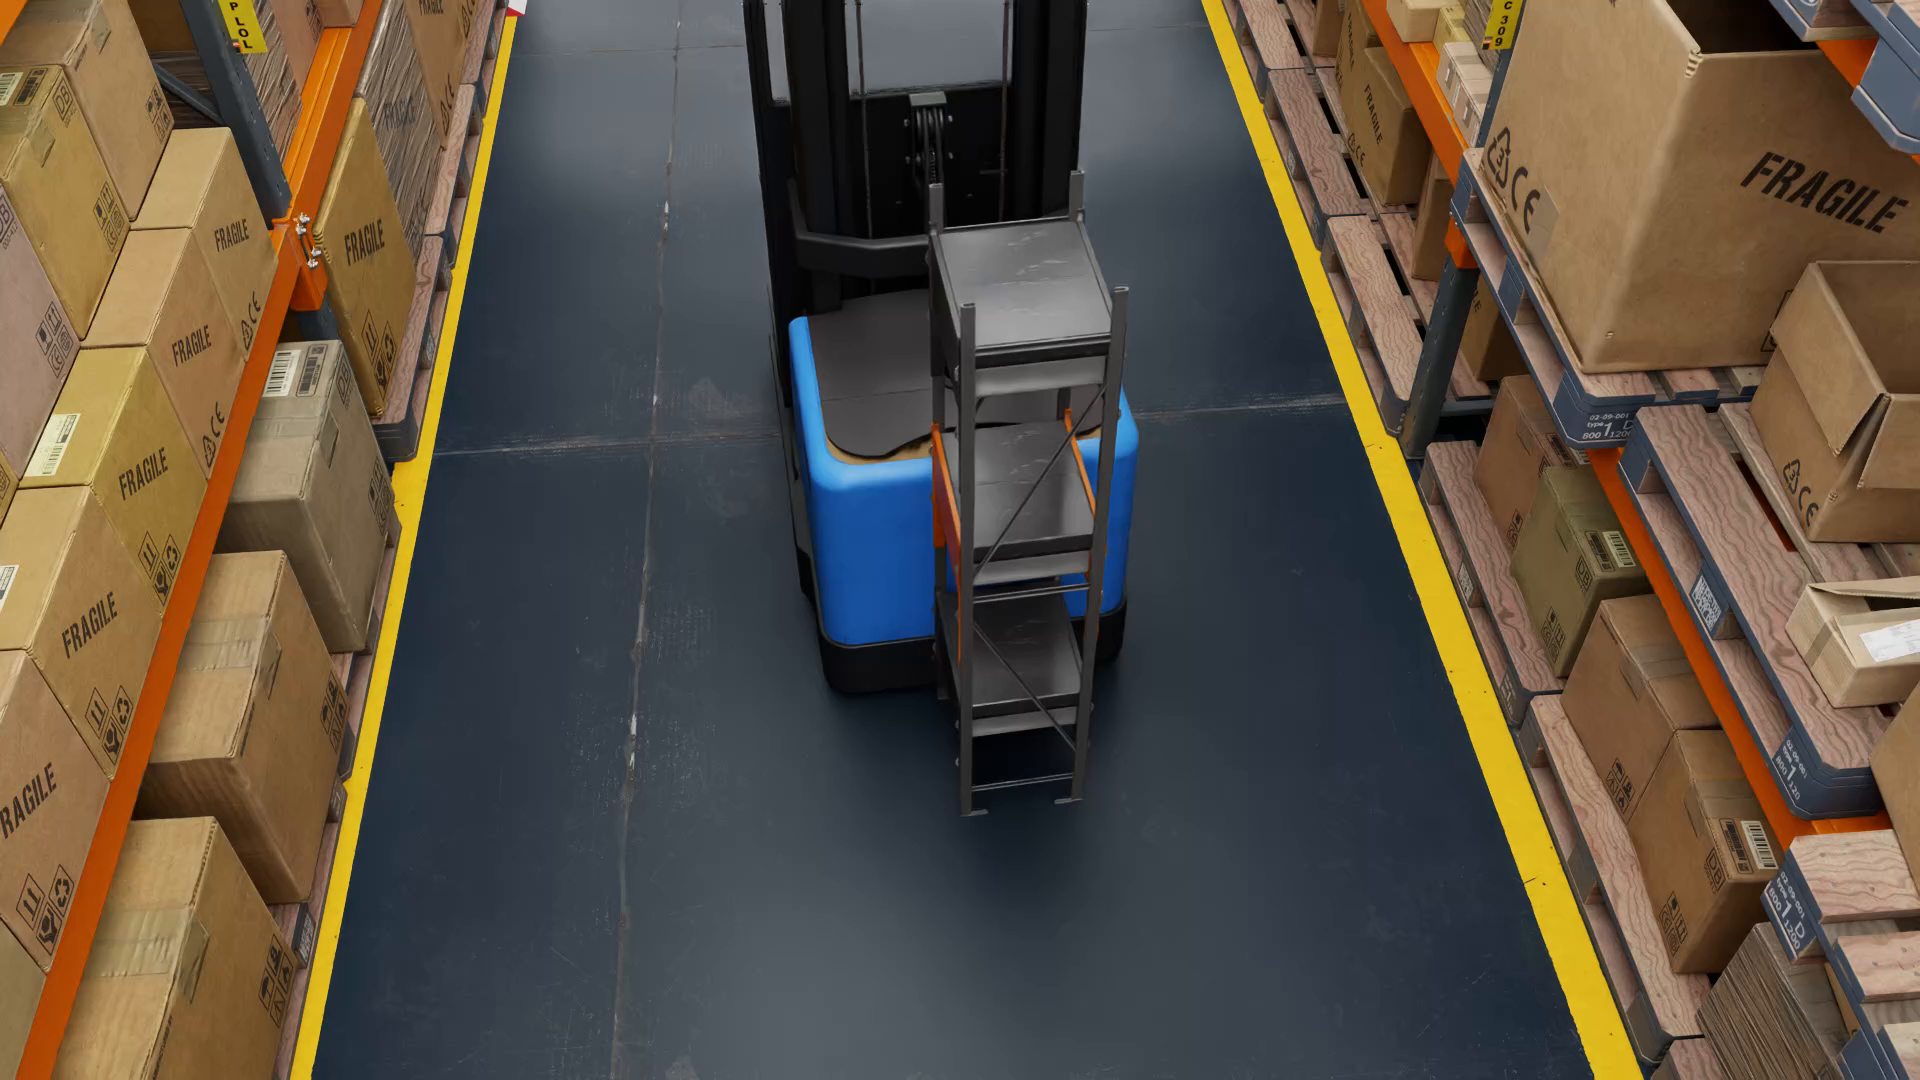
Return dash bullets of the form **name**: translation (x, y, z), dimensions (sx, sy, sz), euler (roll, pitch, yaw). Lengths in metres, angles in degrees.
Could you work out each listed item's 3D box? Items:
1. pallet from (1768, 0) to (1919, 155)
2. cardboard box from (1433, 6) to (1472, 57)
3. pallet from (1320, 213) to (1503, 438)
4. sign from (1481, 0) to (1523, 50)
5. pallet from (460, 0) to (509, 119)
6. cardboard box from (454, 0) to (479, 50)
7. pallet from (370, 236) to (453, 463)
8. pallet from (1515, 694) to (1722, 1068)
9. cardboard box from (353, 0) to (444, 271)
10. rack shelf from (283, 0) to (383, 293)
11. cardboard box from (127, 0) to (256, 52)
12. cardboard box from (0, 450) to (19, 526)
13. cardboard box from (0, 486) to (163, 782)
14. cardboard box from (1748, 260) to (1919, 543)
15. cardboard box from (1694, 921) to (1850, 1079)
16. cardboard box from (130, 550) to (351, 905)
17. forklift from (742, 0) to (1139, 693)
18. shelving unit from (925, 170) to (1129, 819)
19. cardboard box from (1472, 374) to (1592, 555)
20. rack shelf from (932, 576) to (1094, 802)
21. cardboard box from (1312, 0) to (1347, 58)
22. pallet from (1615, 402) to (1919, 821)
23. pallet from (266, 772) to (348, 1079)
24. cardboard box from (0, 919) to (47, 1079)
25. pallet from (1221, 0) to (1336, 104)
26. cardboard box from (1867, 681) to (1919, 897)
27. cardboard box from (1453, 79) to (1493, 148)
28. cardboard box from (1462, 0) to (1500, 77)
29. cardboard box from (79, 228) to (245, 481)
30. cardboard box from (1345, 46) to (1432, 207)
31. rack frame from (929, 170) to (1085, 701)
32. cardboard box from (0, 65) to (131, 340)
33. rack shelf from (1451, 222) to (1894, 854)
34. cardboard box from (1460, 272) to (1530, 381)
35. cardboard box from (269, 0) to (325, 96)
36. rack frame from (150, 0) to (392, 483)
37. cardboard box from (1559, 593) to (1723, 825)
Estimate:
- **pallet**: translation (2.284, -1.180, 3.365), dimensions (1.213, 0.211, 1.003), euler (-3, 47, -3)
- **cardboard box**: translation (1.965, -1.834, 6.094), dimensions (0.380, 0.149, 0.250), euler (-3, 47, -3)
- **pallet**: translation (2.157, -0.941, 6.996), dimensions (1.003, 0.211, 1.213), euler (-3, 47, -3)
- **sign**: translation (1.708, -1.675, 5.175), dimensions (0.100, 0.325, 0.005), euler (-3, 47, -3)
- **pallet**: translation (-2.893, -2.549, 8.519), dimensions (1.003, 0.211, 1.213), euler (-3, 47, -3)
- **cardboard box**: translation (-2.915, -3.009, 8.208), dimensions (0.875, 0.875, 0.875), euler (-3, 47, -3)
- **pallet**: translation (-2.688, -0.784, 6.847), dimensions (1.003, 0.211, 1.213), euler (-3, 47, -3)
- **pallet**: translation (2.420, 0.991, 5.167), dimensions (1.003, 0.211, 1.213), euler (-3, 47, -3)
- **cardboard box**: translation (-2.765, -1.713, 6.981), dimensions (0.875, 0.875, 0.875), euler (-3, 47, -3)
- **rack shelf**: translation (-2.870, -2.388, 6.941), dimensions (1.077, 0.370, 4.000), euler (-3, 47, -3)
- **cardboard box**: translation (-2.699, -1.880, 5.117), dimensions (0.875, 0.550, 0.550), euler (-3, 47, -3)
- **cardboard box**: translation (-2.527, -0.104, 3.525), dimensions (0.700, 0.500, 0.500), euler (-4, 47, -4)
- **cardboard box**: translation (-2.263, 0.237, 3.890), dimensions (0.500, 0.500, 0.500), euler (-4, 47, -4)
- **cardboard box**: translation (2.485, -0.348, 4.153), dimensions (0.797, 0.503, 0.637), euler (1, 47, 1)
- **cardboard box**: translation (2.448, 1.302, 4.370), dimensions (0.700, 0.500, 0.500), euler (-7, 47, -7)
- **cardboard box**: translation (-2.484, 0.583, 4.892), dimensions (1.050, 0.750, 0.750), euler (-3, 47, -3)
- **forklift**: translation (-0.179, -1.573, 5.721), dimensions (1.130, 2.935, 3.031), euler (-7, 47, -6)
- **shelving unit**: translation (0.160, -0.022, 4.825), dimensions (0.431, 2.100, 0.503), euler (-7, 47, -6)
- **cardboard box**: translation (2.278, -0.262, 5.851), dimensions (0.700, 0.500, 0.500), euler (-7, 47, -6)
- **rack shelf**: translation (0.160, 0.468, 5.343), dimensions (0.431, 0.518, 0.480), euler (-7, 47, -6)
- **cardboard box**: translation (2.033, -2.712, 8.185), dimensions (0.500, 0.500, 0.500), euler (8, 47, 7)
- **pallet**: translation (2.377, 0.114, 4.208), dimensions (1.003, 0.211, 1.213), euler (-3, 47, -3)
- **pallet**: translation (-2.458, 1.209, 4.959), dimensions (1.003, 0.211, 1.213), euler (-3, 47, -3)
- **cardboard box**: translation (-2.182, 0.963, 3.203), dimensions (0.500, 0.500, 0.500), euler (-4, 47, -4)
- **pallet**: translation (1.953, -2.707, 8.668), dimensions (1.003, 0.211, 1.213), euler (-3, 47, -3)
- **cardboard box**: translation (2.352, 0.513, 3.340), dimensions (0.700, 0.500, 0.500), euler (3, 47, 3)
- **cardboard box**: translation (1.937, -1.468, 5.747), dimensions (0.380, 0.149, 0.250), euler (-3, 47, -3)
- **cardboard box**: translation (2.272, -1.882, 5.693), dimensions (0.875, 0.500, 0.500), euler (-3, 47, -3)
- **cardboard box**: translation (-2.350, -0.495, 4.584), dimensions (0.500, 0.500, 0.500), euler (-4, 47, -4)
- **cardboard box**: translation (2.069, -1.851, 7.370), dimensions (0.500, 0.500, 0.500), euler (-7, 47, -7)
- **rack frame**: translation (0.120, -0.197, 4.990), dimensions (0.400, 2.100, 0.015), euler (-7, 47, -6)
- **cardboard box**: translation (-2.610, -0.835, 4.218), dimensions (0.700, 0.500, 0.500), euler (-4, 47, -4)
- **rack shelf**: translation (2.416, 0.278, 4.416), dimensions (1.077, 0.370, 4.000), euler (-3, 47, -3)
- **cardboard box**: translation (2.255, -0.993, 6.557), dimensions (0.500, 0.500, 0.500), euler (-5, 47, -5)
- **cardboard box**: translation (-2.814, -1.902, 5.882), dimensions (0.875, 0.550, 0.550), euler (-3, 47, -3)
- **rack frame**: translation (-2.703, -1.188, 5.309), dimensions (1.000, 3.000, 0.127), euler (-3, 47, -3)
- **cardboard box**: translation (2.347, 0.489, 5.140), dimensions (0.700, 0.500, 0.500), euler (-7, 47, -7)
